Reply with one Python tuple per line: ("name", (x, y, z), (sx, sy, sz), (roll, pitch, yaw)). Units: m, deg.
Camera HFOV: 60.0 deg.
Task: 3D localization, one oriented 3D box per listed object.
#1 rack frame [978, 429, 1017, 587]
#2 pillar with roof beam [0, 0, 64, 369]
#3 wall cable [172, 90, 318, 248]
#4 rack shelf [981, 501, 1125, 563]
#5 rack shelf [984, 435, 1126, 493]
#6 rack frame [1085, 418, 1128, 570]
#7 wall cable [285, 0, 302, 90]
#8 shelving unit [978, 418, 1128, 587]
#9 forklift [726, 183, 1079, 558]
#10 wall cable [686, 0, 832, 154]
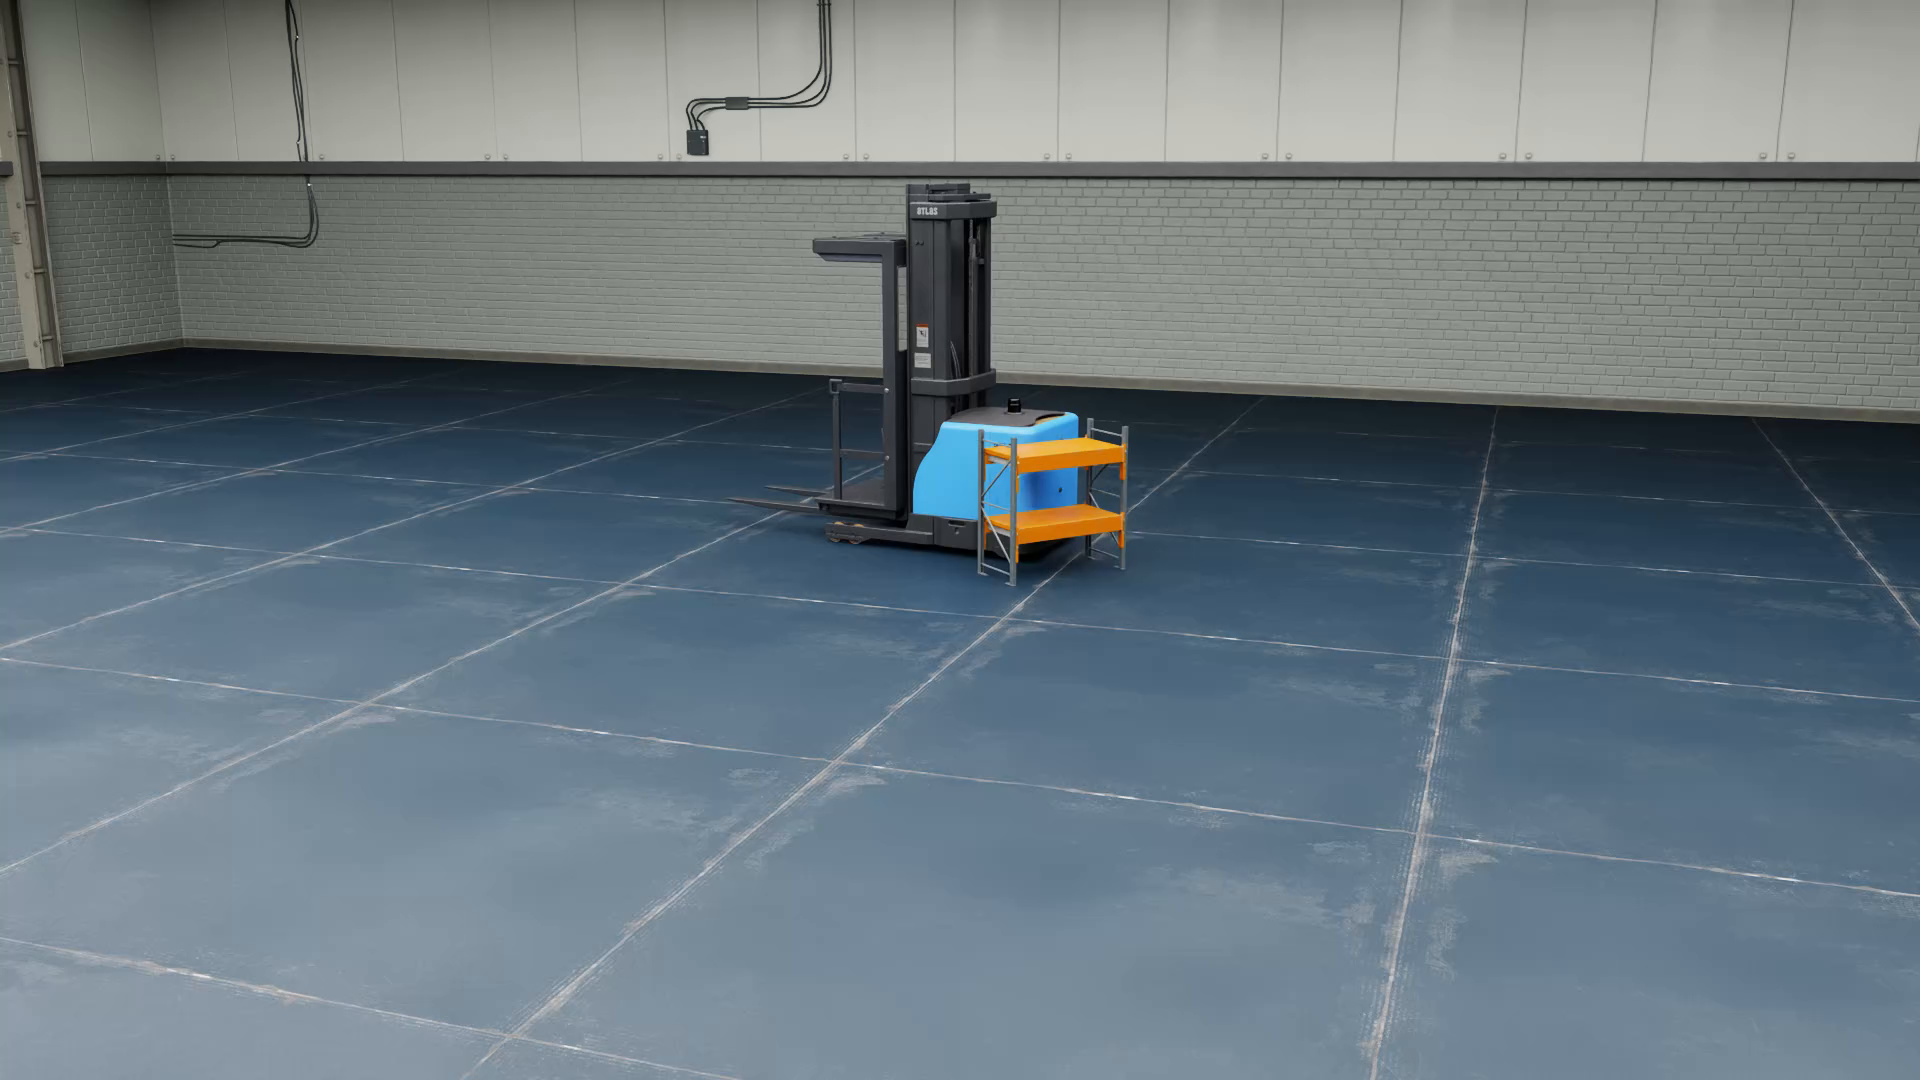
("rack frame", (0.279, -0.248, 12.548), (0.032, 1.125, 0.500), (-8, 15, -30))
("pillar with roof beam", (-10.041, -6.745, 23.318), (9.100, 9.000, 0.400), (4, 14, 18))
("wall cable", (-11.910, -6.066, 27.322), (3.097, 2.526, 0.112), (4, 14, 18))
("rack shelf", (0.714, -0.069, 12.860), (1.000, 0.278, 0.538), (-8, 15, -30))
("rack shelf", (0.714, -0.592, 12.740), (1.000, 0.278, 0.538), (-8, 15, -30))
("rack frame", (1.148, -0.366, 13.062), (0.032, 1.125, 0.500), (-8, 15, -30))
("wall cable", (-9.350, -8.334, 25.906), (3.097, 2.526, 0.112), (4, 14, 18))
("shelving unit", (0.714, -0.307, 12.805), (1.048, 1.125, 0.538), (-8, 15, -30))
("forklift", (-0.556, -1.491, 13.935), (3.031, 2.935, 1.130), (6, 14, 26))
("wall cable", (-2.932, -8.551, 23.589), (2.305, 6.003, 0.169), (4, 14, 18))
